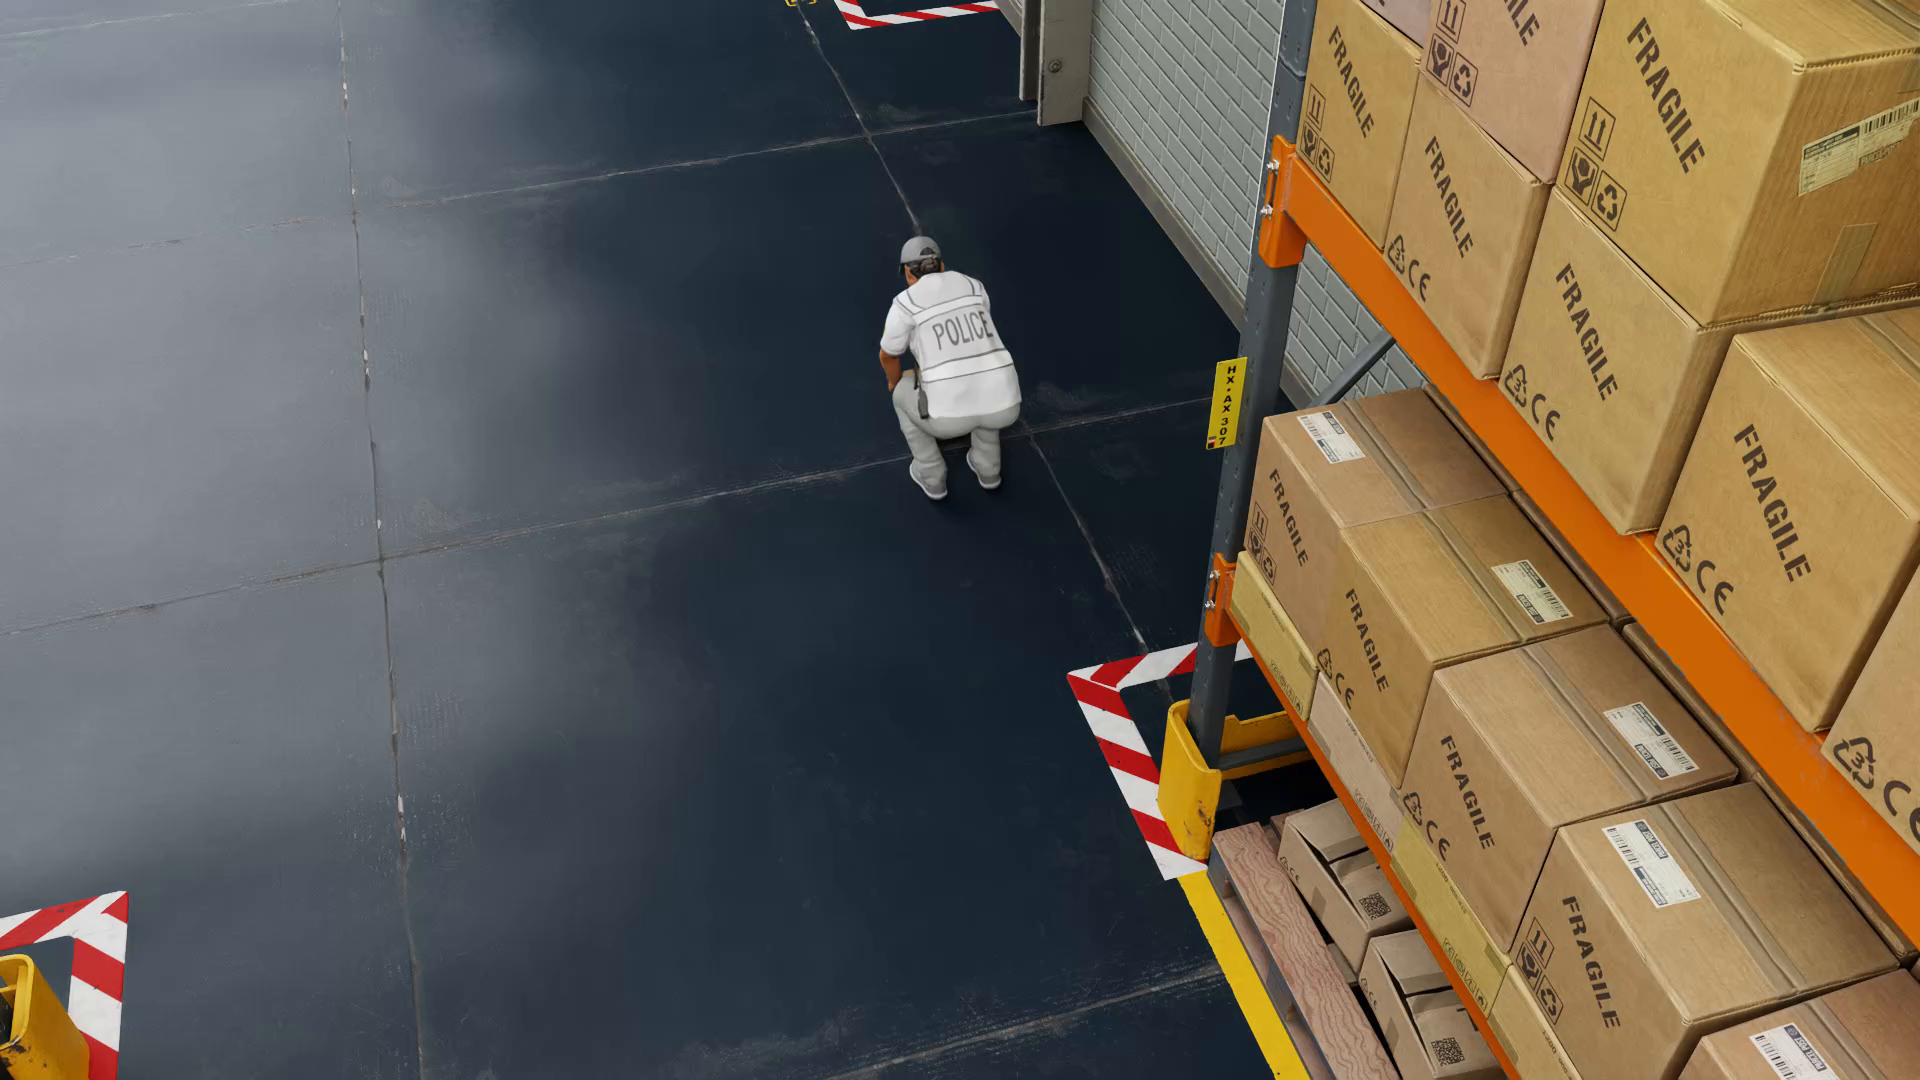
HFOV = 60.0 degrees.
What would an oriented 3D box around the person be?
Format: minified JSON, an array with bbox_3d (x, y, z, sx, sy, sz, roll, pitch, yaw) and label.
[{"bbox_3d":[-0.055,-0.712,7.363,0.530,1.094,0.833,-12,44,-13],"label":"person"}]
